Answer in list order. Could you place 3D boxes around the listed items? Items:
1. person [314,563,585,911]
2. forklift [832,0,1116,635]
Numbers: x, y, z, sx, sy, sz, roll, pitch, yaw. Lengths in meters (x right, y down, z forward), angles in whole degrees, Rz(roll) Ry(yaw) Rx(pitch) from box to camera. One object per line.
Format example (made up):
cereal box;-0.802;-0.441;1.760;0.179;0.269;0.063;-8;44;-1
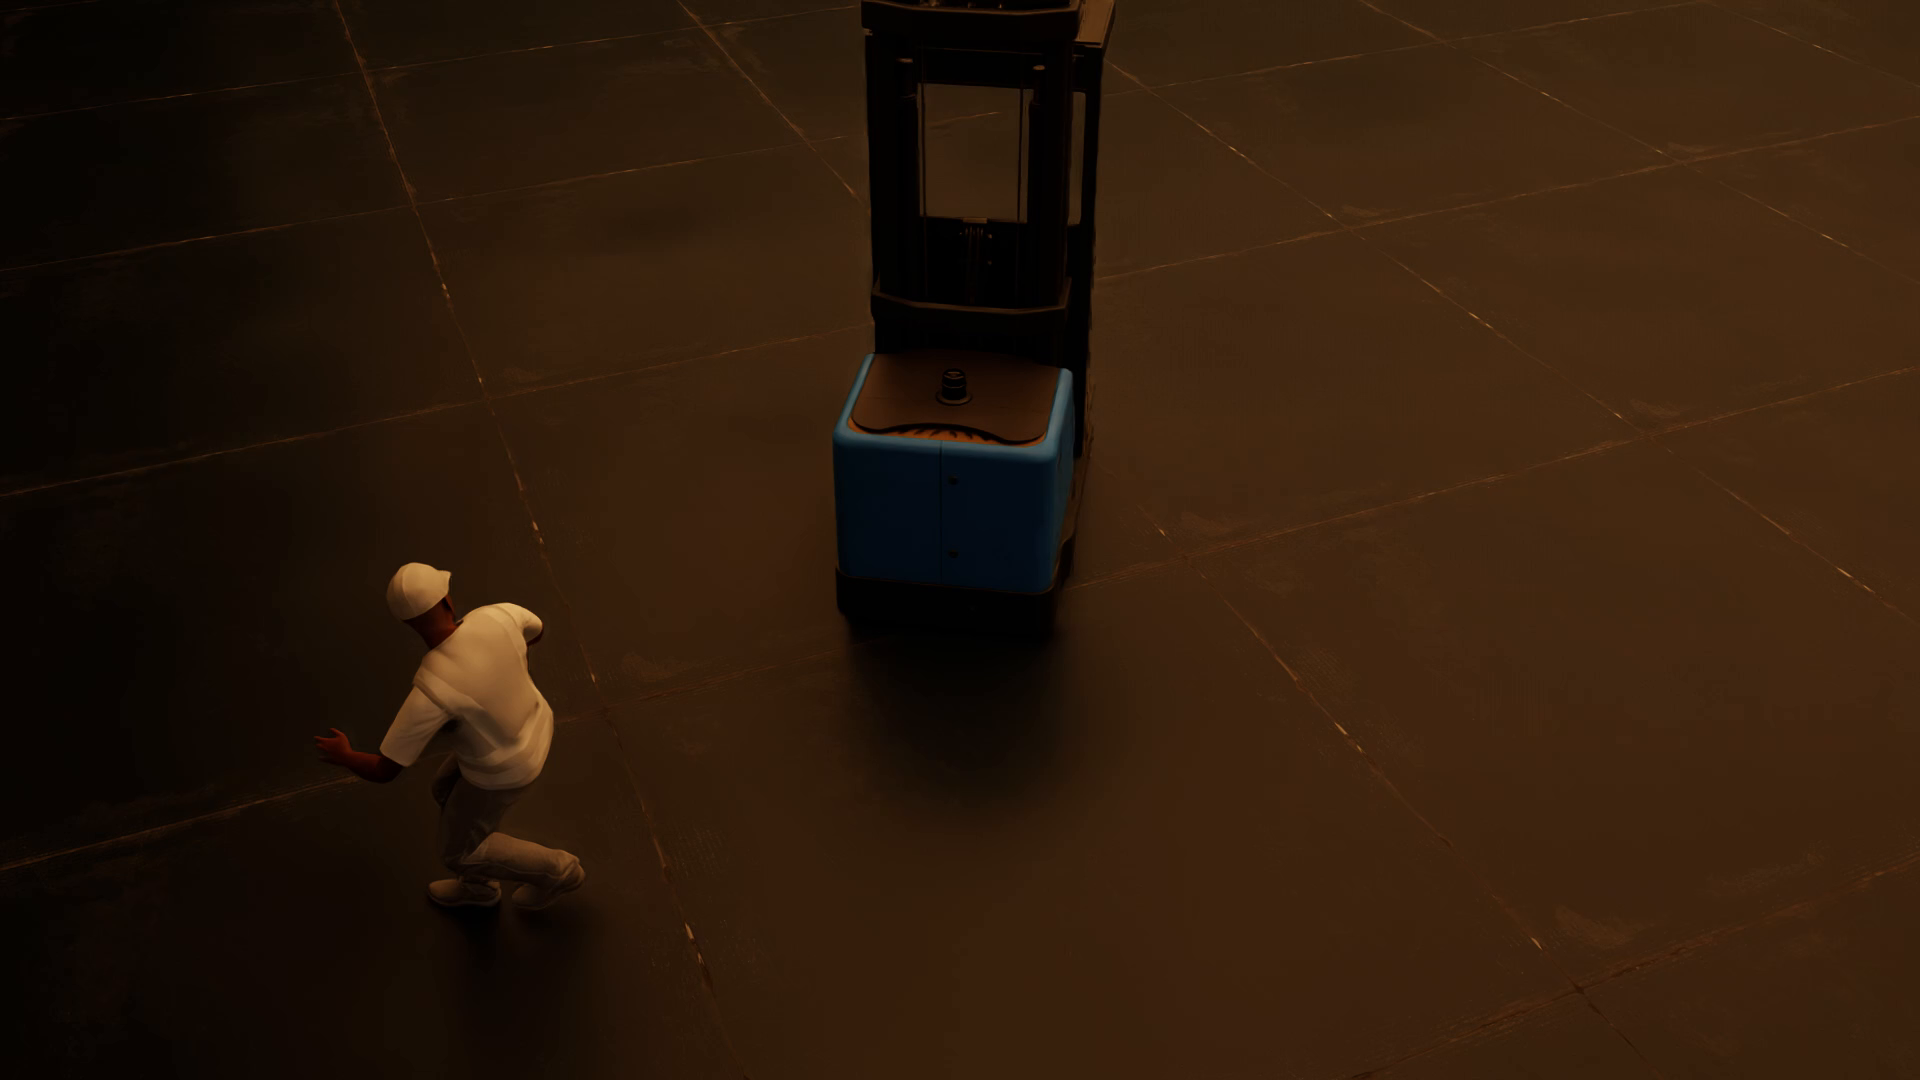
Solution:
person;-1.886;0.722;6.203;0.841;1.631;0.923;3;36;5
forklift;0.150;-1.591;8.336;1.130;2.935;3.031;5;36;7
